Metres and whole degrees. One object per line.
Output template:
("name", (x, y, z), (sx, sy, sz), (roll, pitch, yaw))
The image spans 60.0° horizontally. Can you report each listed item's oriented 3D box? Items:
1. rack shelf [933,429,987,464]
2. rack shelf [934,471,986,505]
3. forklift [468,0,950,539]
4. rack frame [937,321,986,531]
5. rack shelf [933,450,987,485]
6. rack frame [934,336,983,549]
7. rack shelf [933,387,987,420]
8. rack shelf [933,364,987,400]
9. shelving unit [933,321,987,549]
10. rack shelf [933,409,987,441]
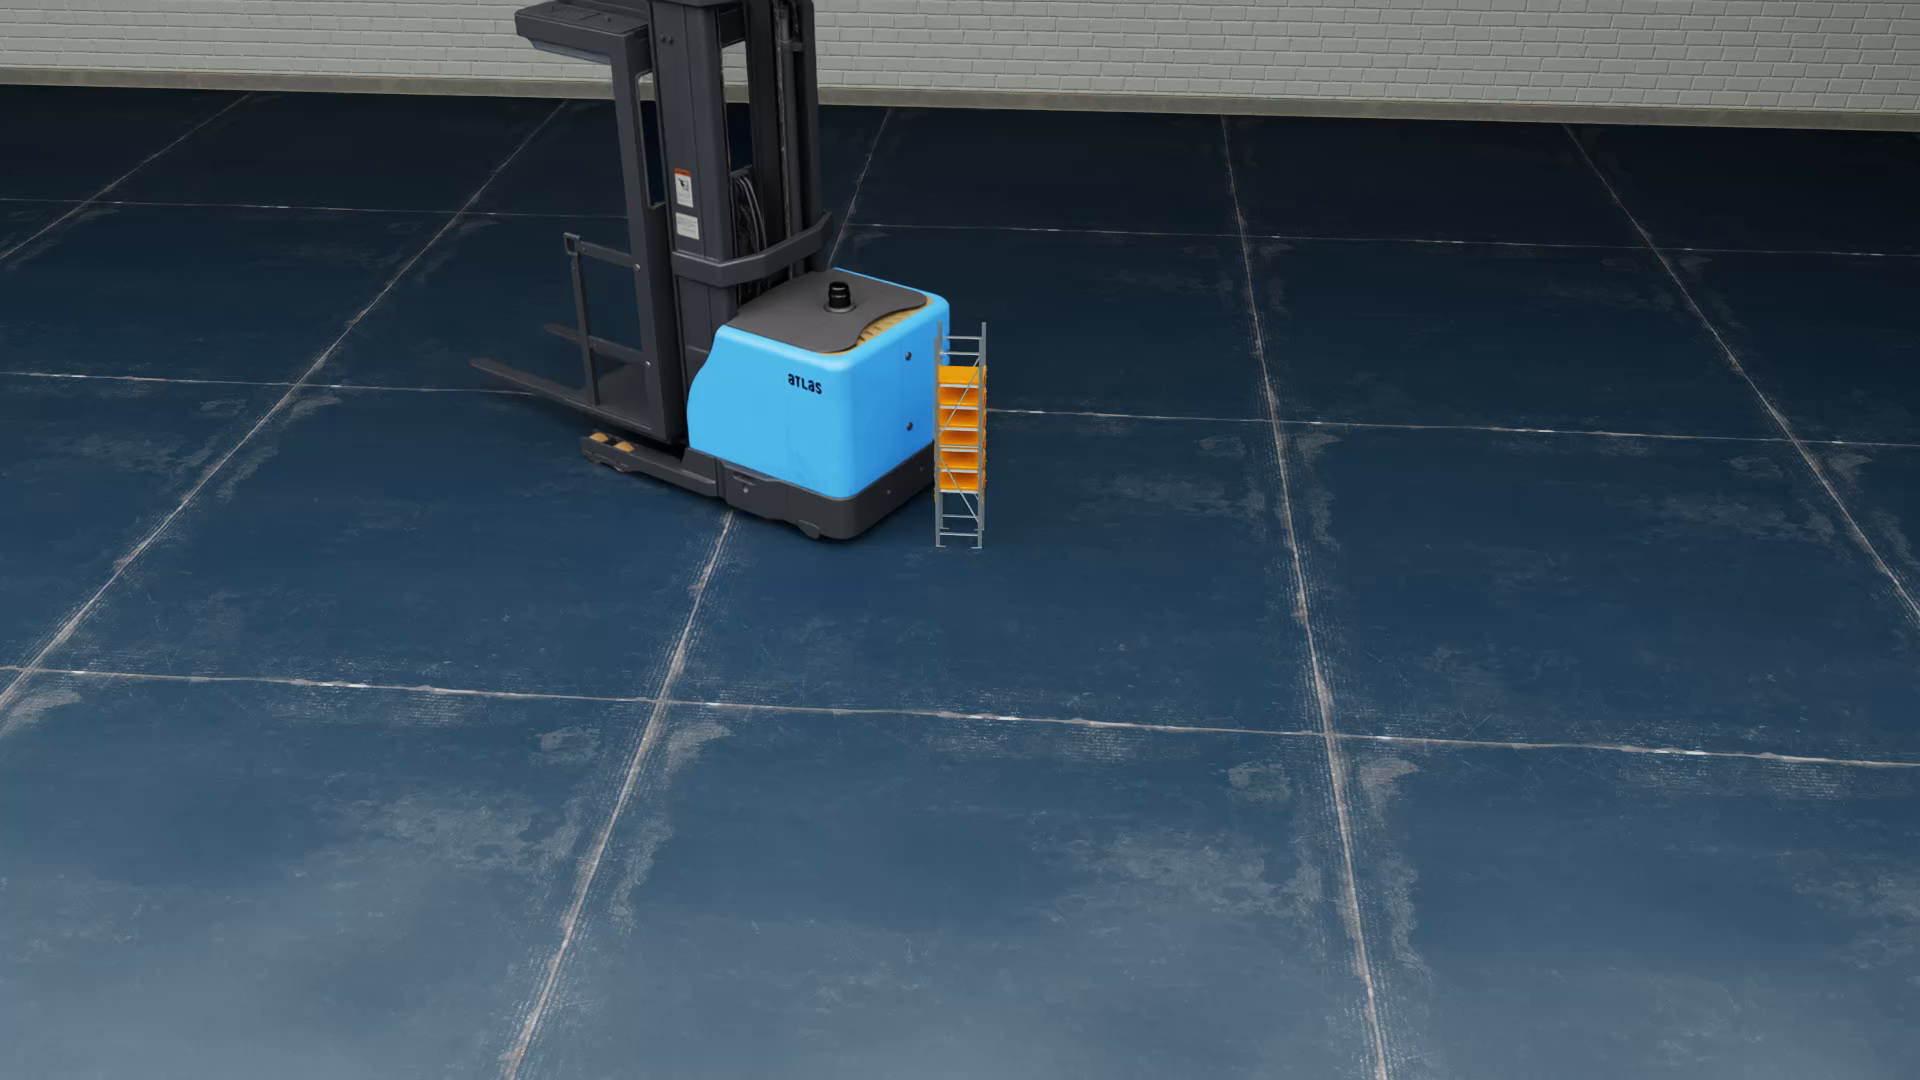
("rack shelf", (0.001, -0.481, 8.471), (0.258, 0.103, 0.180), (2, 32, 4))
("rack shelf", (0.001, -0.276, 8.597), (0.258, 0.103, 0.180), (2, 32, 4))
("forklift", (-1.547, -1.840, 8.941), (3.031, 2.935, 1.130), (19, 37, 28))
("rack frame", (0.009, -0.566, 8.525), (0.240, 1.200, 0.006), (2, 32, 4))
("rack shelf", (0.001, -0.378, 8.534), (0.258, 0.103, 0.180), (2, 32, 4))
("rack frame", (-0.006, -0.471, 8.370), (0.240, 1.200, 0.006), (2, 32, 4))
("rack shelf", (0.001, -0.685, 8.345), (0.258, 0.103, 0.180), (2, 32, 4))
("rack shelf", (0.001, -0.787, 8.282), (0.258, 0.103, 0.180), (2, 32, 4))
("shelving unit", (0.001, -0.518, 8.447), (0.258, 1.200, 0.189), (2, 32, 4))
("rack shelf", (0.001, -0.583, 8.408), (0.258, 0.103, 0.180), (2, 32, 4))
